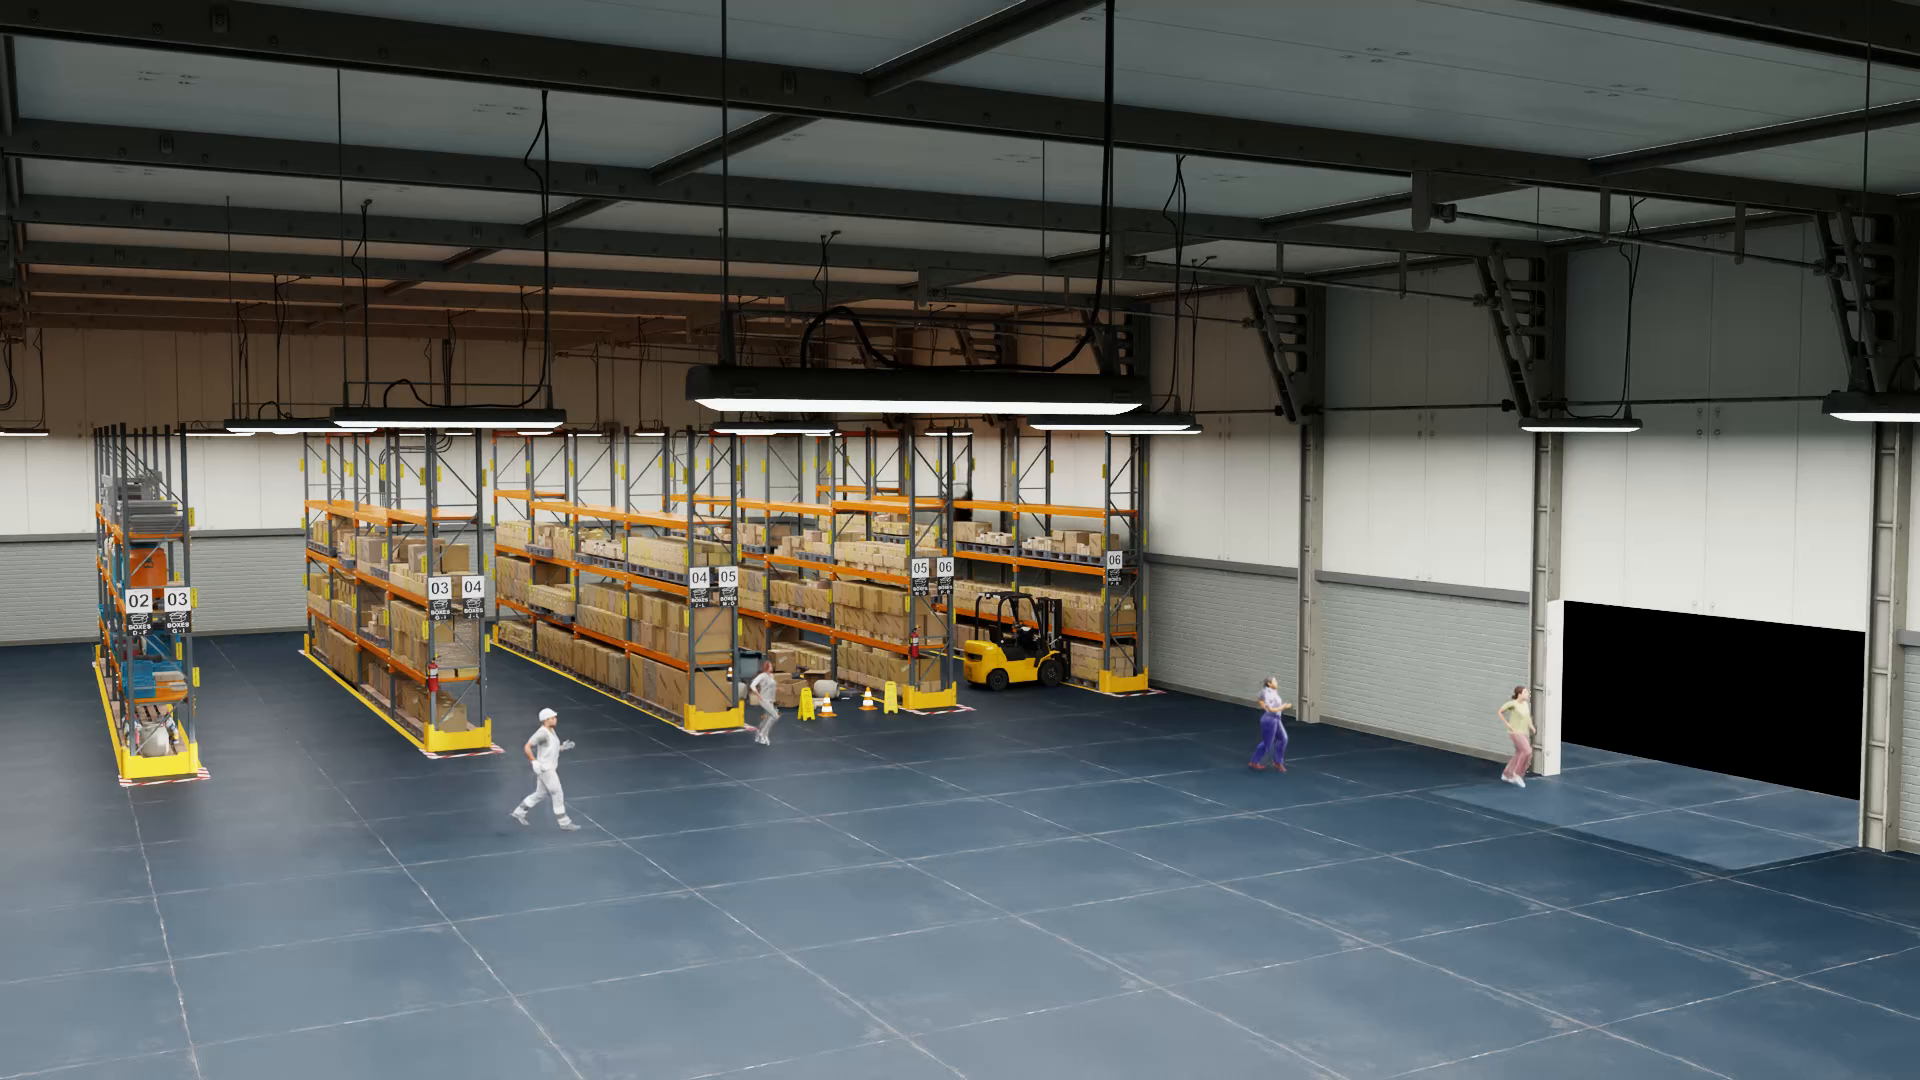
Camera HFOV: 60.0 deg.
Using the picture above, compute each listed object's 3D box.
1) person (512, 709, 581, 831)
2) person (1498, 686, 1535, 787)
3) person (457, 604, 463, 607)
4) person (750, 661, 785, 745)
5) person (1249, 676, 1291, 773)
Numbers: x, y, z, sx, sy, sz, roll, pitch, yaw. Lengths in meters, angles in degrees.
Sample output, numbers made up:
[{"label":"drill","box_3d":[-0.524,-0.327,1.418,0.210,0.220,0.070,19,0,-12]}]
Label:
[{"label":"person","box_3d":[-6.017,3.329,24.126,1.004,1.777,0.663,0,3,-5]},{"label":"person","box_3d":[9.253,3.229,27.505,0.592,1.658,0.646,-2,4,-34]},{"label":"person","box_3d":[-14.091,2.033,46.842,0.770,1.792,0.722,2,4,31]},{"label":"person","box_3d":[-3.584,3.090,31.138,0.617,1.480,0.540,1,4,21]},{"label":"person","box_3d":[5.348,3.175,28.565,0.685,1.704,0.585,1,4,18]}]
